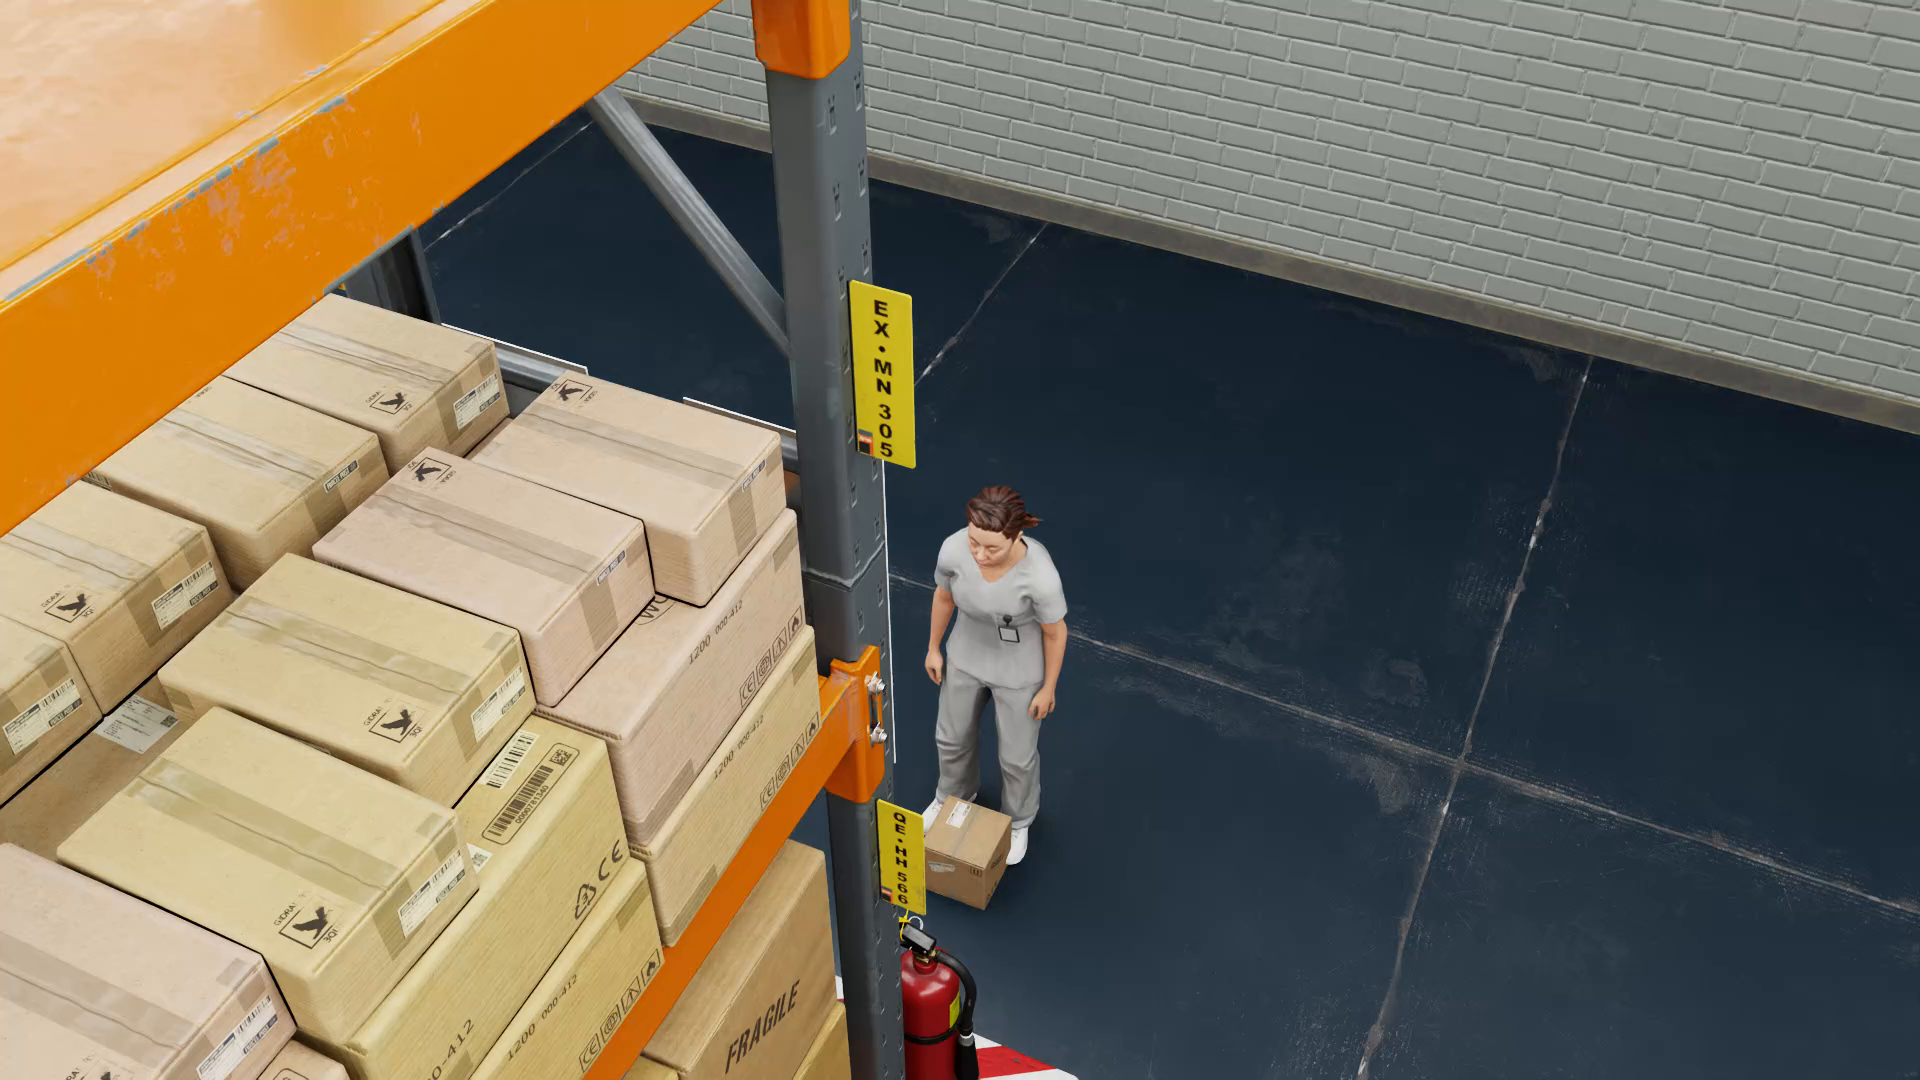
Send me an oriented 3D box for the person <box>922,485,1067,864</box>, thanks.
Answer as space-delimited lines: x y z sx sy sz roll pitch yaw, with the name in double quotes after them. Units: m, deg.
0.116 0.442 5.672 0.486 1.673 0.358 18 45 19 "person"
